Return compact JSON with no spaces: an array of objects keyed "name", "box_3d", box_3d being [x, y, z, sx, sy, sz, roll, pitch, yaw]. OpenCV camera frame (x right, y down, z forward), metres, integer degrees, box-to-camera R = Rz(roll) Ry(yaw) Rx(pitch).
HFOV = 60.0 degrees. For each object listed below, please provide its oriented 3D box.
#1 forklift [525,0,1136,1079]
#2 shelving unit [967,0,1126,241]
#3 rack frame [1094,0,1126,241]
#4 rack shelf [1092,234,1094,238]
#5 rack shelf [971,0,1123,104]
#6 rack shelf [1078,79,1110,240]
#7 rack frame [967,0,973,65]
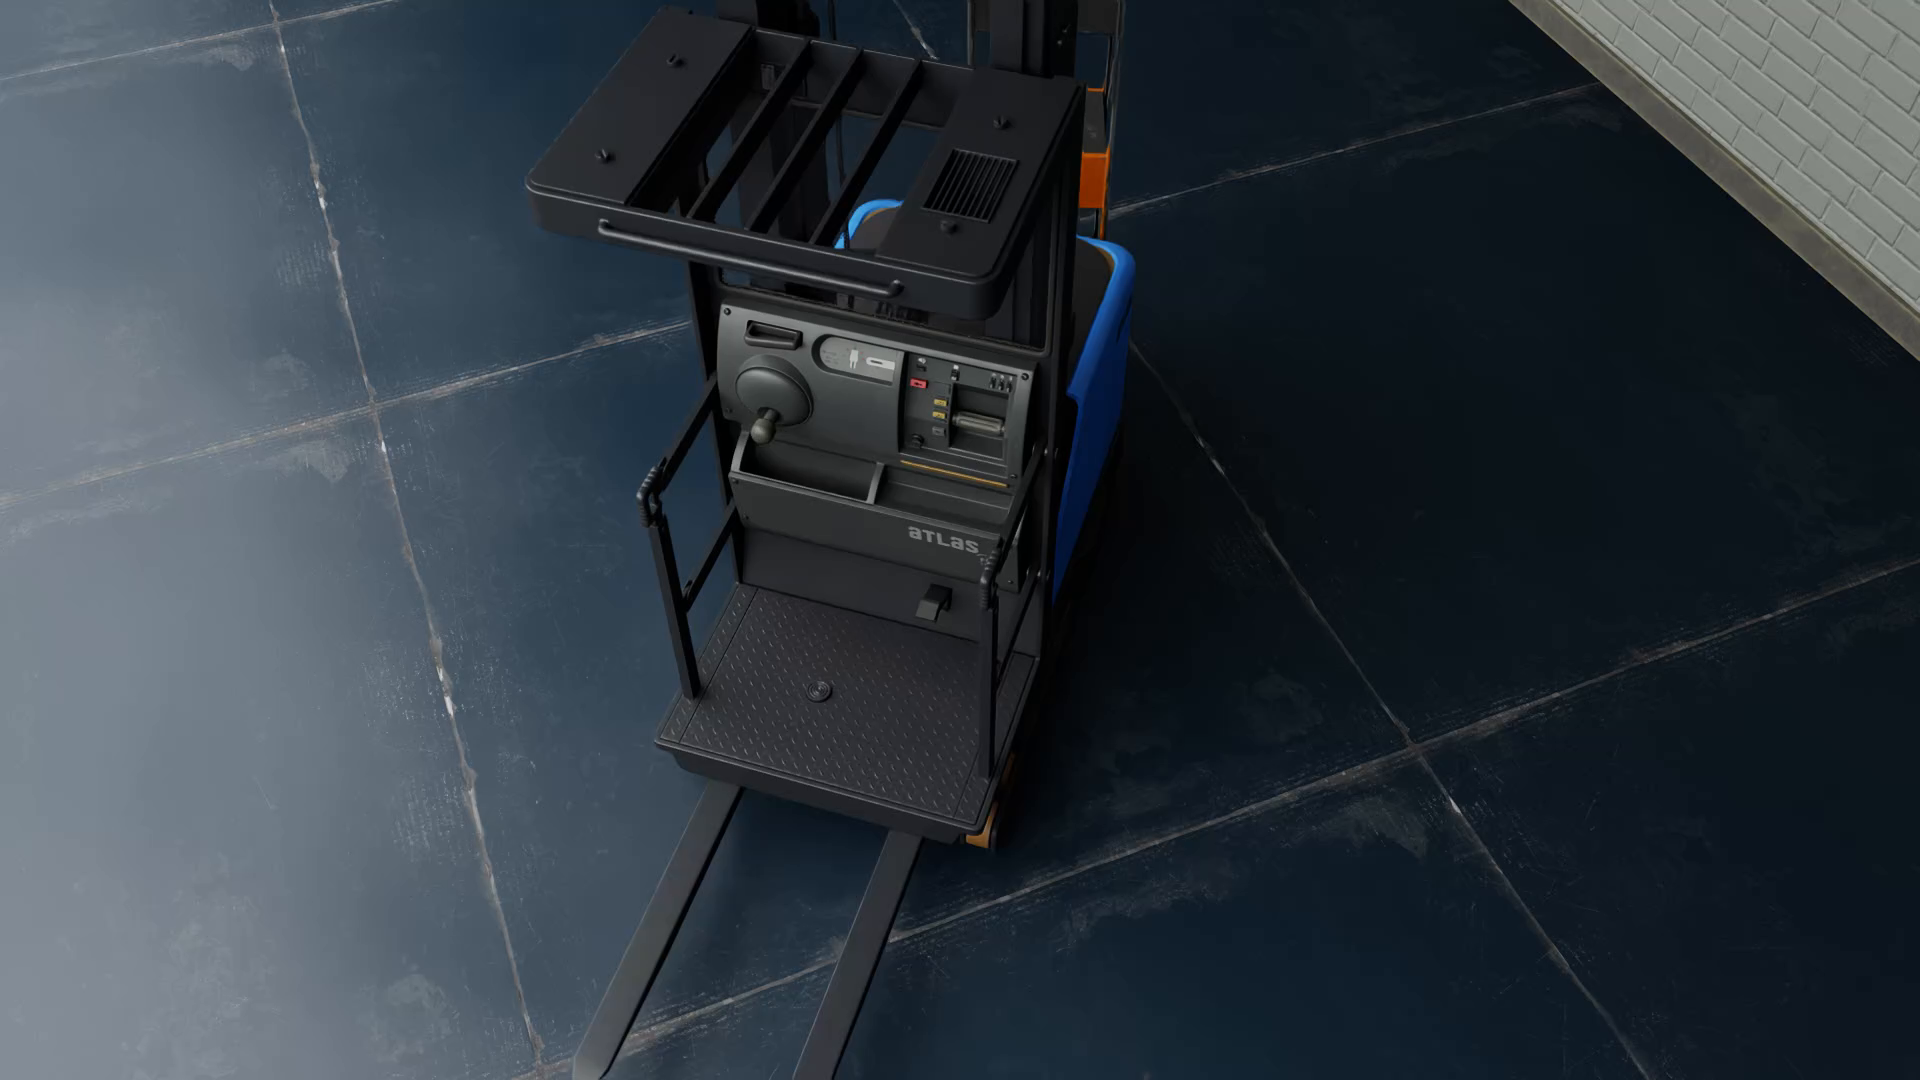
[{"name":"forklift","box_3d":[-0.311,-0.309,4.584,1.130,2.935,3.031,14,51,11]},{"name":"shelving unit","box_3d":[0.280,-1.340,6.016,0.503,2.100,0.431,1,49,1]},{"name":"rack frame","box_3d":[0.524,-1.335,6.013,0.015,2.100,0.400,1,49,1]},{"name":"rack shelf","box_3d":[0.280,-0.875,6.558,0.480,0.518,0.431,1,49,1]},{"name":"rack shelf","box_3d":[0.280,-1.787,5.496,0.480,0.518,0.431,1,49,1]},{"name":"rack shelf","box_3d":[0.280,-1.331,6.027,0.480,0.518,0.431,1,49,1]},{"name":"rack frame","box_3d":[0.036,-1.344,6.020,0.015,2.100,0.400,1,49,1]}]
